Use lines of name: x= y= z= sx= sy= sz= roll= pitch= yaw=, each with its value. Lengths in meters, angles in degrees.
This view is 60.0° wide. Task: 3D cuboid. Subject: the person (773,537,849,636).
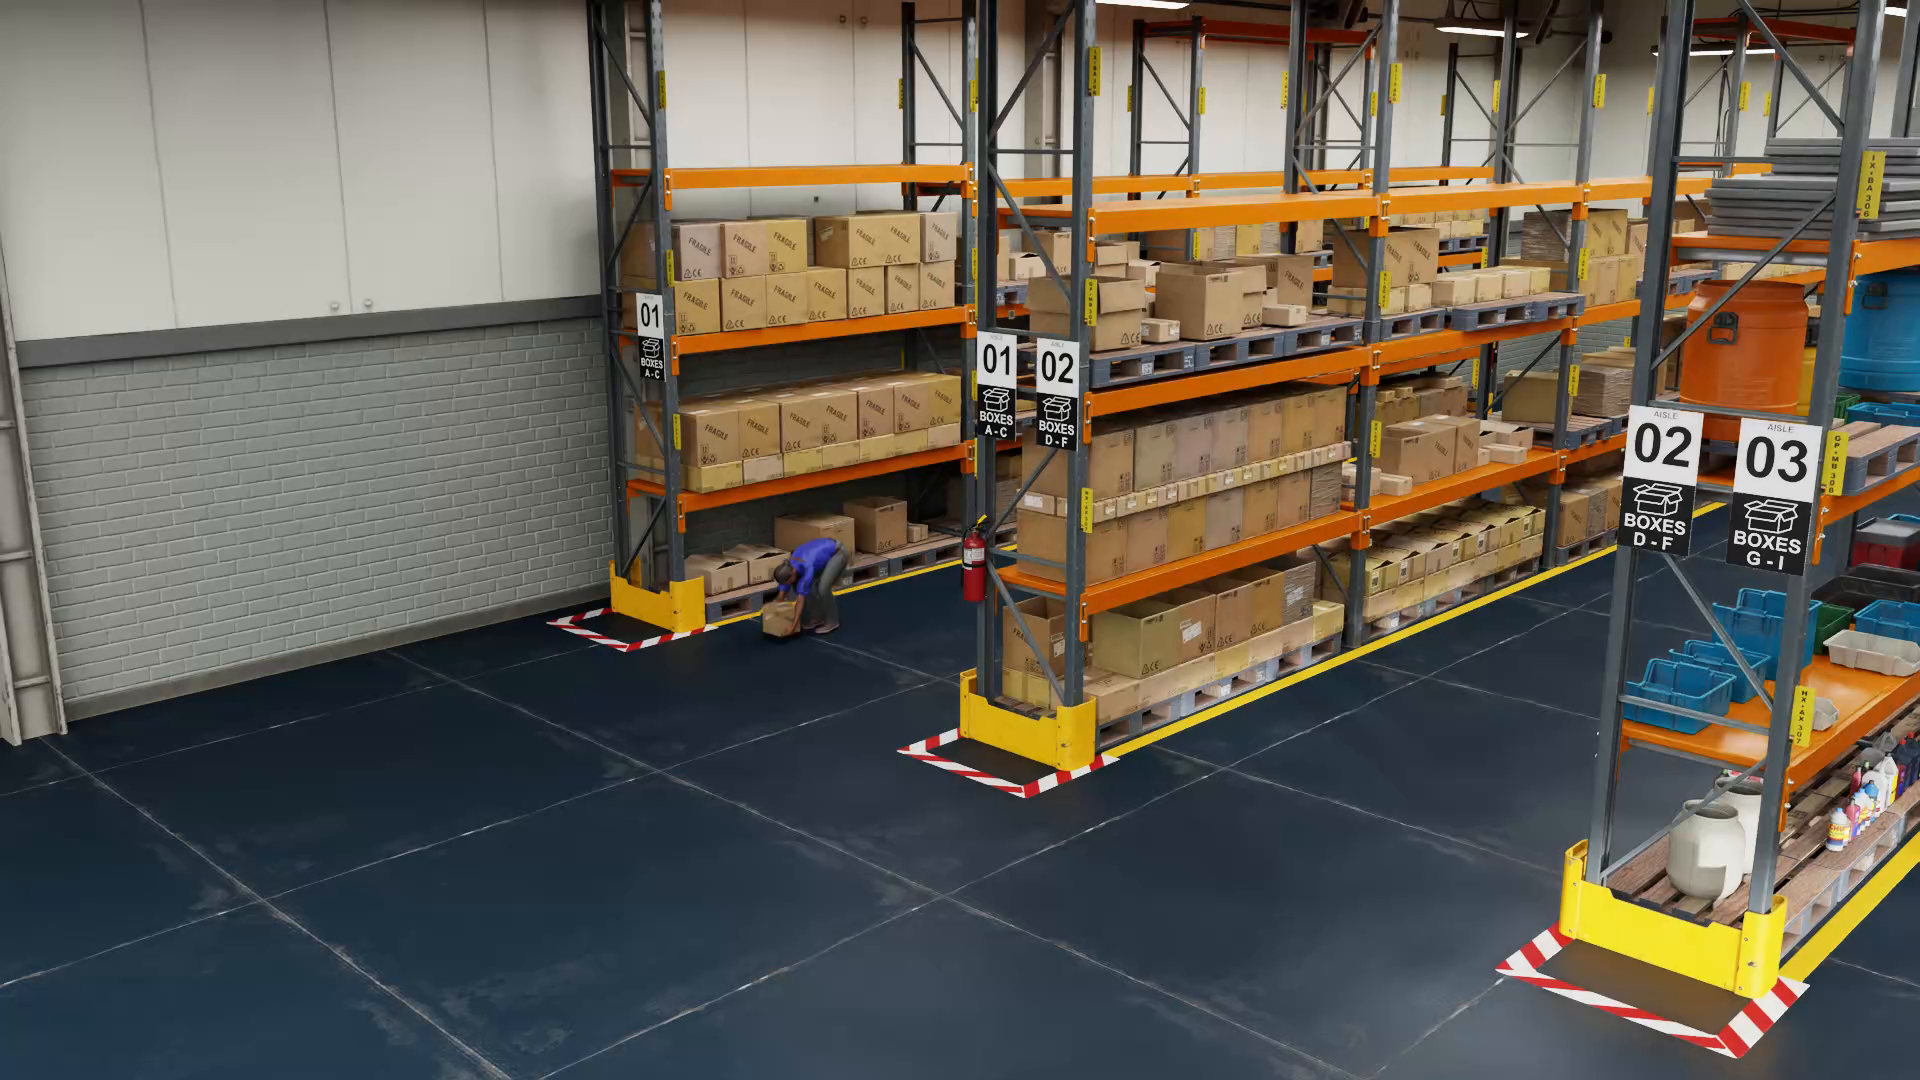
person: x=-1.430 y=0.453 z=15.808 sx=0.443 sy=0.876 sz=0.883 roll=12 pitch=18 yaw=40
